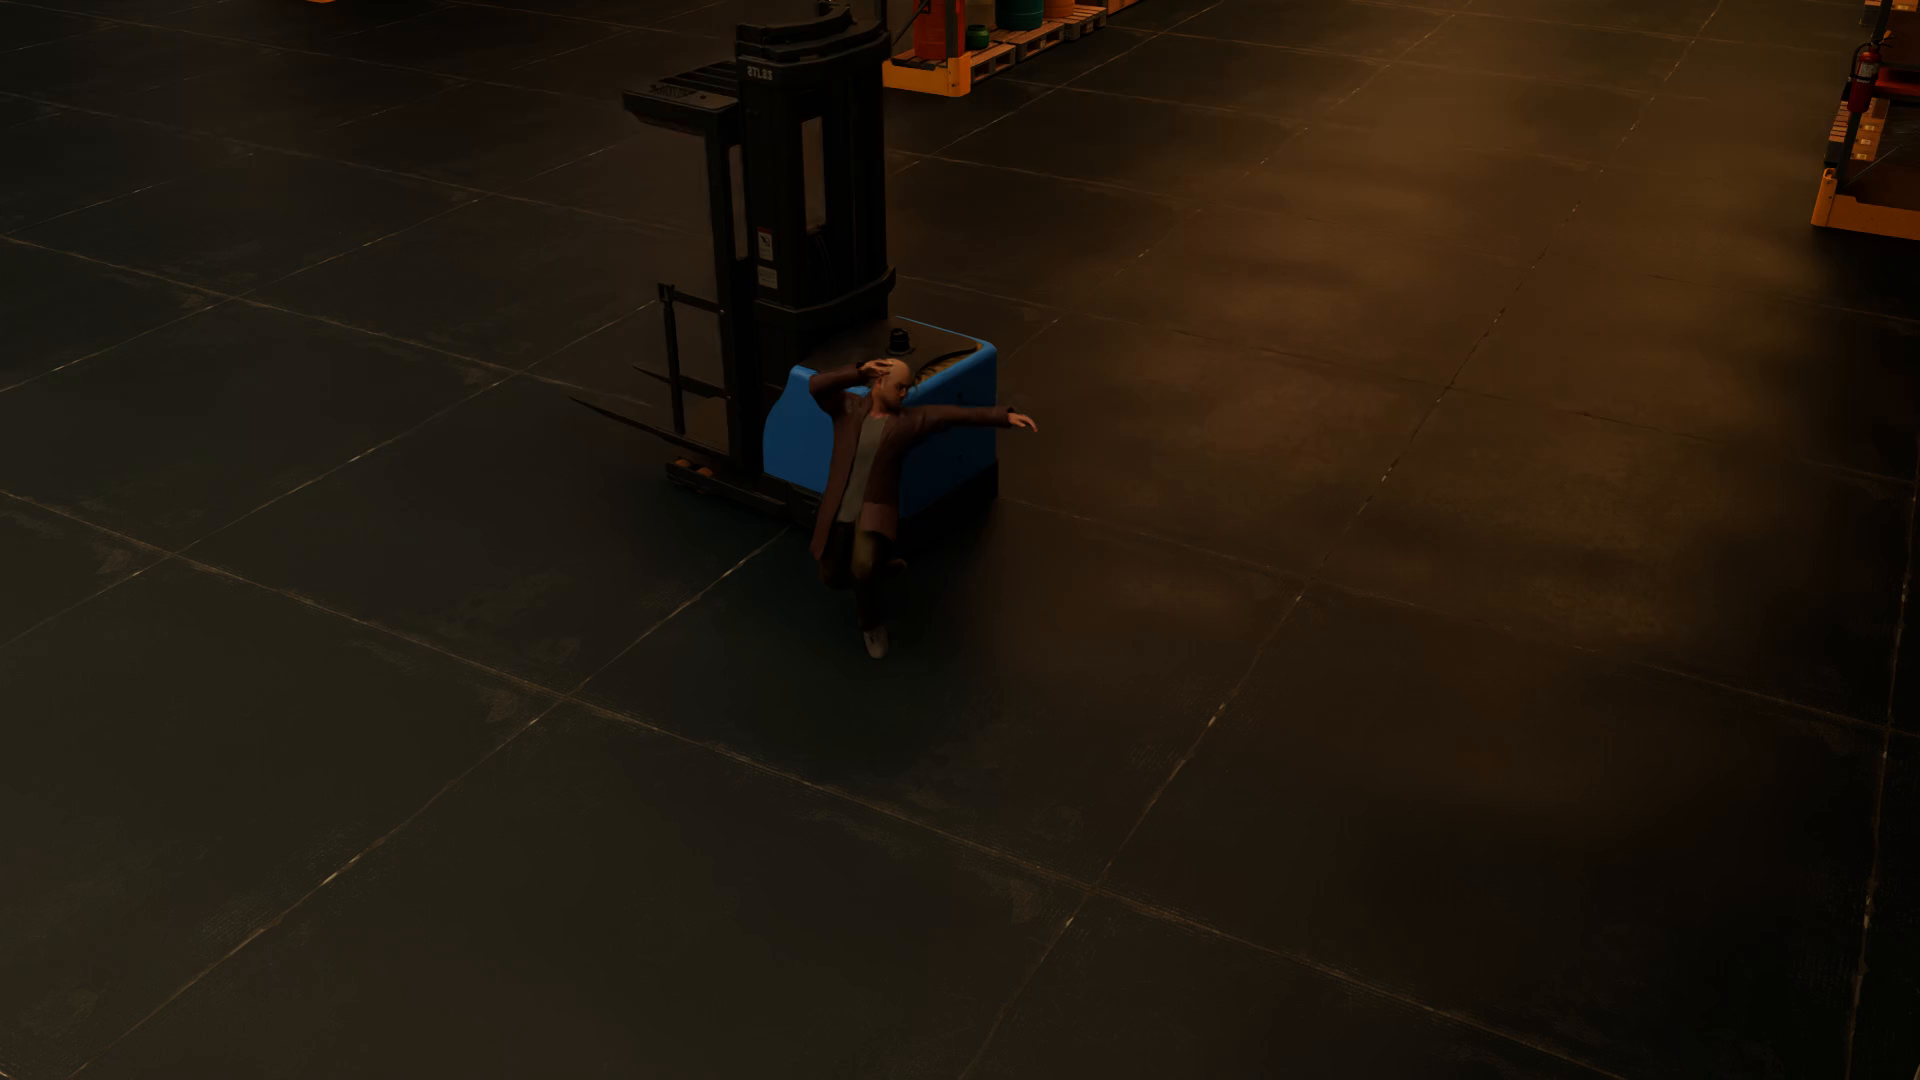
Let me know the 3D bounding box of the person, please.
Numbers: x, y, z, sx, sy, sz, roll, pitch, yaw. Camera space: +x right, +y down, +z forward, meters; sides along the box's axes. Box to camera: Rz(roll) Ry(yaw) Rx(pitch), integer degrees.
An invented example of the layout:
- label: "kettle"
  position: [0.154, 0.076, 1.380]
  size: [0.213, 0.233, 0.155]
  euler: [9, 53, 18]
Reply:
- label: "person"
  position: [-0.252, -0.182, 8.751]
  size: [1.170, 1.639, 0.886]
  euler: [10, 31, 17]

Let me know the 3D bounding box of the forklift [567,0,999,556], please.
- label: "forklift"
  position: [-1.251, -1.750, 10.102]
  size: [3.031, 2.935, 1.130]
  euler: [20, 36, 31]
